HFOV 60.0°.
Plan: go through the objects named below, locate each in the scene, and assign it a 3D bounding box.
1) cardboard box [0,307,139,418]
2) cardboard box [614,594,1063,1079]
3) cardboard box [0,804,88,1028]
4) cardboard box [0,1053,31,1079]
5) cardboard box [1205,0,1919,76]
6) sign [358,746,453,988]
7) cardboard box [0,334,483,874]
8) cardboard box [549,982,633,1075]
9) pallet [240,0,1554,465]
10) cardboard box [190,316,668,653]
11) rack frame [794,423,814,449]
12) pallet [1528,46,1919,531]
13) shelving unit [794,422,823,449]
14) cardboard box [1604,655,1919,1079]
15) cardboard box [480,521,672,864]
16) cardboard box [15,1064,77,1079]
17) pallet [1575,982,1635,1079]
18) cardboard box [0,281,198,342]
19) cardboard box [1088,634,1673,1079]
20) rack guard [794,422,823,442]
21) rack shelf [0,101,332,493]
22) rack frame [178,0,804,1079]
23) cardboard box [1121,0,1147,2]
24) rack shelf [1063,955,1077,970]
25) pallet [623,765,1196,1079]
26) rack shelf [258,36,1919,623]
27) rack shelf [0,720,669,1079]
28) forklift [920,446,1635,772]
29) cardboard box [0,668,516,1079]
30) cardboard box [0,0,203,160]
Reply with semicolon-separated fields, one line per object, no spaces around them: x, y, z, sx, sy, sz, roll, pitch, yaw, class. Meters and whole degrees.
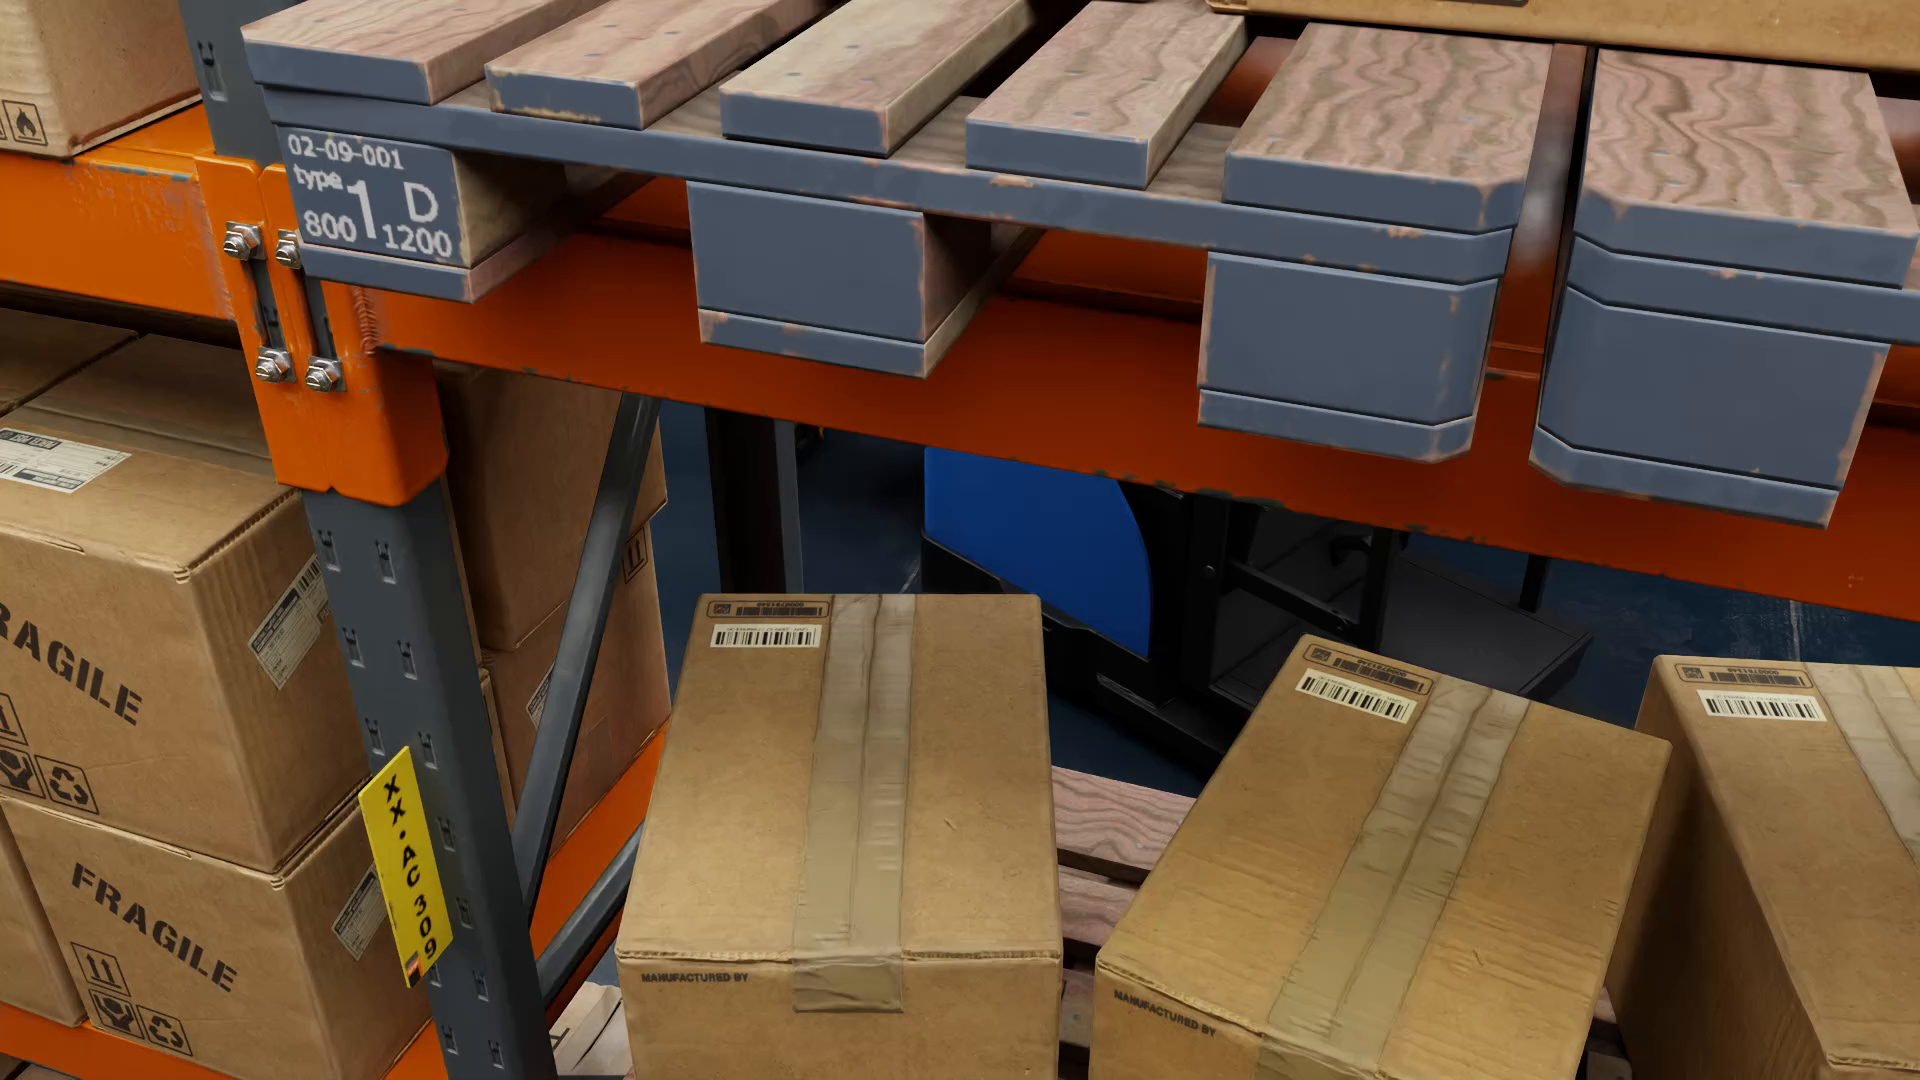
-1.551;-0.023;2.506;0.500;0.500;0.500;10;34;16;cardboard box
-0.134;0.475;2.270;0.500;0.500;0.700;0;33;0;cardboard box
-1.547;0.396;2.779;0.500;0.500;0.500;12;35;18;cardboard box
-2.275;1.015;3.808;0.637;0.503;0.797;11;34;16;cardboard box
0.582;-0.788;1.368;0.600;0.600;0.600;11;34;16;cardboard box
-0.680;0.407;2.056;0.005;0.325;0.100;11;34;16;sign
-1.068;0.070;2.362;0.500;0.500;0.500;11;34;17;cardboard box
-0.826;1.250;3.622;0.500;0.311;0.500;11;34;16;cardboard box
0.086;-0.534;1.719;1.003;0.211;1.213;11;34;16;pallet
-0.853;-0.200;2.780;0.500;0.500;0.500;12;35;18;cardboard box
-0.721;-0.937;6.318;0.032;1.500;0.500;13;35;19;rack frame
1.063;-0.346;1.428;1.003;0.211;1.213;11;34;16;pallet
-0.263;-0.829;6.152;1.083;1.500;0.587;13;35;19;shelving unit
1.180;0.566;2.129;0.500;0.500;0.700;3;33;4;cardboard box
-0.892;0.218;3.055;0.500;0.500;0.500;12;35;18;cardboard box
-1.842;1.340;3.482;0.500;0.311;0.500;11;34;16;cardboard box
1.429;0.951;2.188;1.213;0.211;1.003;11;34;16;pallet
-1.339;-0.294;2.926;0.500;0.500;0.500;10;34;15;cardboard box
0.535;0.568;2.125;0.500;0.500;0.700;17;36;24;cardboard box
-0.720;-0.411;6.657;0.087;0.250;0.587;13;35;19;rack guard
-2.387;-0.832;2.671;4.000;0.370;1.077;11;34;16;rack shelf
-0.505;0.494;2.720;0.053;2.616;0.949;11;34;16;rack frame
-0.055;-0.899;1.539;0.600;0.600;0.600;8;34;12;cardboard box
1.379;1.160;2.350;4.000;0.370;1.077;11;34;16;rack shelf
0.211;0.775;2.461;1.213;0.211;1.003;11;34;16;pallet
1.379;-0.100;1.537;4.000;0.370;1.077;11;34;16;rack shelf
-2.387;0.428;3.484;4.000;0.370;1.077;11;34;16;rack shelf
1.258;-0.626;4.517;1.130;2.935;3.031;-28;42;-36;forklift
-1.061;0.490;2.634;0.500;0.500;0.500;12;35;17;cardboard box
-1.052;-0.658;1.877;0.500;0.250;0.500;11;34;16;cardboard box
